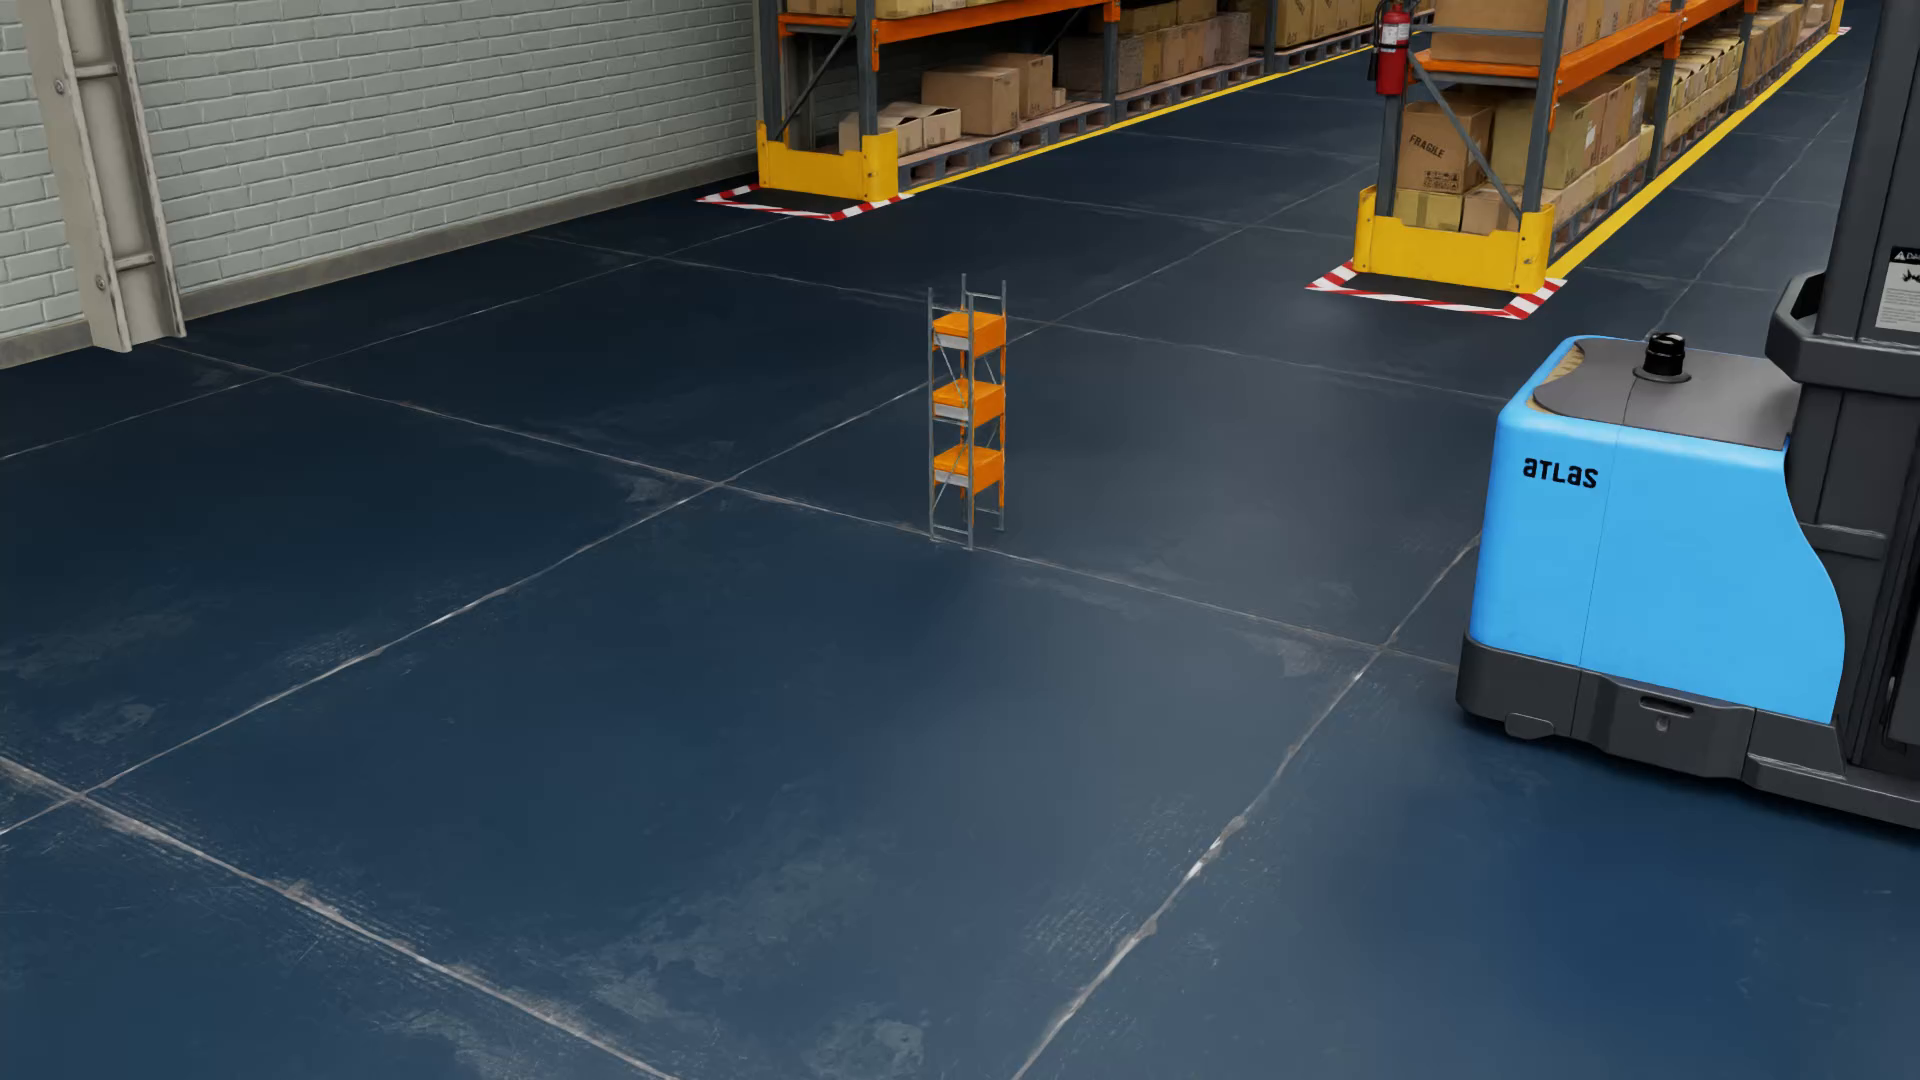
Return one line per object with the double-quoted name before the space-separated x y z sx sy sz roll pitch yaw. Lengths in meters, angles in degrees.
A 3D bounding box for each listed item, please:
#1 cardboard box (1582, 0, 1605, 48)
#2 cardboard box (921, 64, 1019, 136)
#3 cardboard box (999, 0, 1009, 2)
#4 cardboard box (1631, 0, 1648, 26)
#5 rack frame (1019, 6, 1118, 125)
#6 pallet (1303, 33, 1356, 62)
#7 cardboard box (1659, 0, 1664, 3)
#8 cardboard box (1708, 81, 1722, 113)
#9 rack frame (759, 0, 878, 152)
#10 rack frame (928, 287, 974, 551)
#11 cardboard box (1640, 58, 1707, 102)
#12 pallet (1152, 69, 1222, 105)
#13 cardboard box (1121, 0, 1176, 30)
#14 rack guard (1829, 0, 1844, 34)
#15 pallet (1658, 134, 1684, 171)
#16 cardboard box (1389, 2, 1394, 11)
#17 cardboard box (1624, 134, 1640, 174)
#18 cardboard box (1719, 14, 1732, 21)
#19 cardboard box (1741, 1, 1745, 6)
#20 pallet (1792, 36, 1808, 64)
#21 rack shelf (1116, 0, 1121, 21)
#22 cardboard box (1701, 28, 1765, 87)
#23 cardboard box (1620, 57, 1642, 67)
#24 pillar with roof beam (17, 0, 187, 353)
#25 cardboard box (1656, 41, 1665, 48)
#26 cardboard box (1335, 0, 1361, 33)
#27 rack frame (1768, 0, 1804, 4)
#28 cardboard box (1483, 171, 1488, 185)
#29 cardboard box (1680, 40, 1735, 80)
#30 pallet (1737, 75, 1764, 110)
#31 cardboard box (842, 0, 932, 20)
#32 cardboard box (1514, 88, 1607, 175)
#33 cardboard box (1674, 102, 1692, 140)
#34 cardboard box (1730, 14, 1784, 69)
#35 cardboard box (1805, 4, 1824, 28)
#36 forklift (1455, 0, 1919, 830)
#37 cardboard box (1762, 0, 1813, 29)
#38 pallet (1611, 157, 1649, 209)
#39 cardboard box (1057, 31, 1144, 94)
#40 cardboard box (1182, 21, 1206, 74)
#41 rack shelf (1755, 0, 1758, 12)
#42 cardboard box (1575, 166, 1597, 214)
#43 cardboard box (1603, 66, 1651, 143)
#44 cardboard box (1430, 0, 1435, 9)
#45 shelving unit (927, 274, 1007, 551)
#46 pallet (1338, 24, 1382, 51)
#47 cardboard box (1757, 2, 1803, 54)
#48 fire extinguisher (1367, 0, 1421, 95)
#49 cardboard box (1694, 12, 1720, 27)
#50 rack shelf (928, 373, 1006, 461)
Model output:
"cardboard box" 3.924 -3.617 11.204 0.700 0.500 0.500 14 27 29
"cardboard box" 0.089 -3.808 14.363 0.700 0.500 0.500 12 26 26
"cardboard box" 0.248 -4.666 13.917 0.500 0.250 0.500 14 27 29
"cardboard box" 4.736 -4.137 12.406 0.700 0.500 0.500 14 27 28
"rack frame" 1.027 -5.459 15.584 1.000 3.000 0.127 14 27 29
"pallet" 4.261 -6.190 20.782 1.003 0.211 1.213 14 27 29
"cardboard box" 5.460 -4.529 13.624 0.500 0.250 0.500 16 28 32
"cardboard box" 6.740 -4.130 15.448 0.500 0.250 0.500 15 27 30
"rack frame" -1.083 -4.109 12.466 1.000 3.000 0.127 14 27 29
"rack frame" -0.036 -0.459 6.488 0.200 1.050 0.008 14 27 29
"cardboard box" 6.208 -4.040 14.534 0.500 0.311 0.500 13 27 27
"pallet" 2.079 -4.856 17.701 1.003 0.211 1.213 14 27 29
"cardboard box" 1.902 -5.435 17.179 0.500 0.250 0.500 13 27 27
"rack guard" 11.527 -7.299 22.982 1.175 0.500 0.348 14 27 29
"pallet" 5.593 -3.399 14.336 1.003 0.211 1.213 14 27 29
"cardboard box" 5.728 -7.435 22.768 0.700 0.500 0.500 14 27 30
"cardboard box" 4.906 -2.984 12.800 0.500 0.250 0.500 14 27 29
"cardboard box" 8.186 -5.545 18.375 0.500 0.500 0.500 13 26 27
"cardboard box" 8.995 -6.065 19.576 0.500 0.500 0.500 13 26 27
"pallet" 9.820 -6.074 20.515 1.003 0.211 1.213 14 27 29
"rack shelf" 2.082 -5.804 17.286 1.077 0.370 4.000 14 27 29
"cardboard box" 7.830 -4.921 16.933 0.500 0.500 0.500 15 28 31
"cardboard box" 5.742 -4.152 14.792 0.500 0.311 0.500 14 27 29
"pillar with roof beam" -0.956 -4.352 5.476 9.100 9.000 0.400 14 27 29
"cardboard box" 6.552 -4.666 15.979 0.500 0.311 0.500 13 27 28
"cardboard box" 4.548 -6.818 20.901 0.750 0.750 0.750 15 27 31
"rack frame" 9.457 -7.122 19.426 1.000 3.000 0.127 14 27 29
"cardboard box" 3.413 -2.417 11.490 0.500 0.250 0.500 14 27 29
"cardboard box" 7.012 -4.555 15.723 0.500 0.311 0.500 13 27 28
"pallet" 7.773 -4.736 17.425 1.003 0.211 1.213 14 27 29
"cardboard box" -0.556 -4.147 12.718 0.500 0.250 0.500 13 27 27
"cardboard box" 4.114 -2.822 11.482 0.500 0.500 0.500 14 27 29
"cardboard box" 5.931 -3.609 14.244 0.500 0.250 0.500 15 27 30
"cardboard box" 8.641 -5.444 18.142 0.500 0.500 0.500 13 27 27
"cardboard box" 10.963 -6.863 21.734 0.500 0.250 0.500 14 27 29
"forklift" 3.133 -0.616 4.484 3.031 2.935 1.130 13 27 28
"cardboard box" 10.444 -6.814 21.302 0.797 0.503 0.637 14 27 29
"pallet" 4.782 -2.883 13.143 1.003 0.211 1.213 14 27 29
"cardboard box" 1.401 -4.766 16.575 0.700 0.500 0.500 15 28 31
"cardboard box" 2.193 -5.287 17.779 0.700 0.500 0.500 14 27 29
"rack shelf" 8.402 -6.117 18.010 1.077 0.370 4.000 14 27 29
"cardboard box" 4.124 -2.475 11.625 0.500 0.250 0.500 14 27 29
"cardboard box" 4.905 -3.328 12.651 0.500 0.500 0.500 14 27 29
"cardboard box" 6.544 -7.959 23.976 0.700 0.500 0.500 13 27 27
"shelving unit" 0.028 -0.500 6.583 0.215 1.050 0.252 14 27 29
"pallet" 4.904 -6.603 21.737 1.003 0.211 1.213 14 27 29
"cardboard box" 9.441 -5.950 19.312 0.500 0.500 0.500 14 27 29
"fire extinguisher" 2.670 -3.094 10.219 0.296 0.674 0.183 14 27 29
"cardboard box" 7.667 -5.556 17.457 0.500 0.250 0.500 15 28 31
"rack shelf" 0.028 -0.490 6.587 0.215 0.259 0.240 14 27 29
